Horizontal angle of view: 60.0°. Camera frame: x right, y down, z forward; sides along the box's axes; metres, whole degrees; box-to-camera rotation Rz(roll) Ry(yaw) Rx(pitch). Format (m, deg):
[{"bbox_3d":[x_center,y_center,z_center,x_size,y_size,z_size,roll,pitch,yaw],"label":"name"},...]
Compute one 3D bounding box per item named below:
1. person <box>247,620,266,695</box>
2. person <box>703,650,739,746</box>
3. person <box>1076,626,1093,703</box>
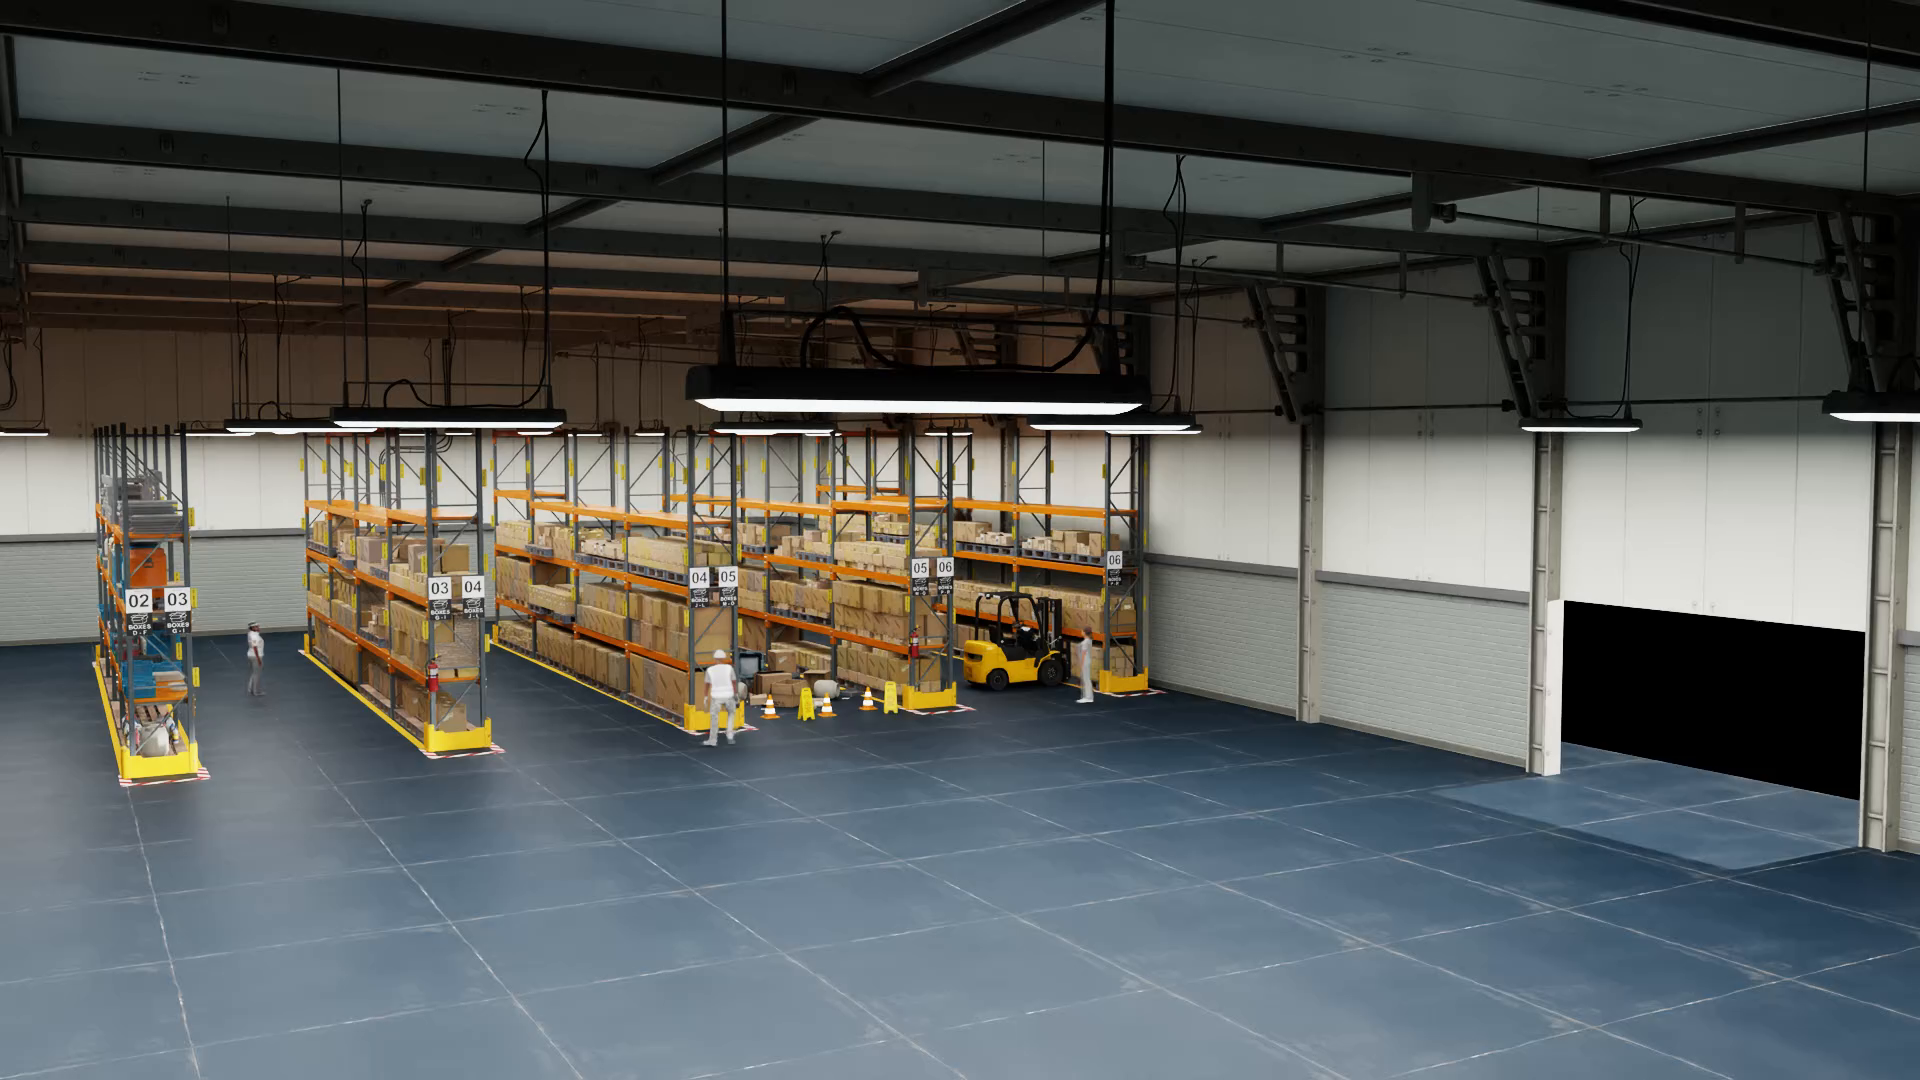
[{"bbox_3d":[-15.715,2.631,37.154,0.364,1.707,0.502,-3,5,-42],"label":"person"},{"bbox_3d":[-4.449,2.941,31.000,0.662,1.786,0.409,-1,4,-12],"label":"person"},{"bbox_3d":[2.706,2.707,36.179,0.381,1.696,0.560,0,3,-2],"label":"person"}]
